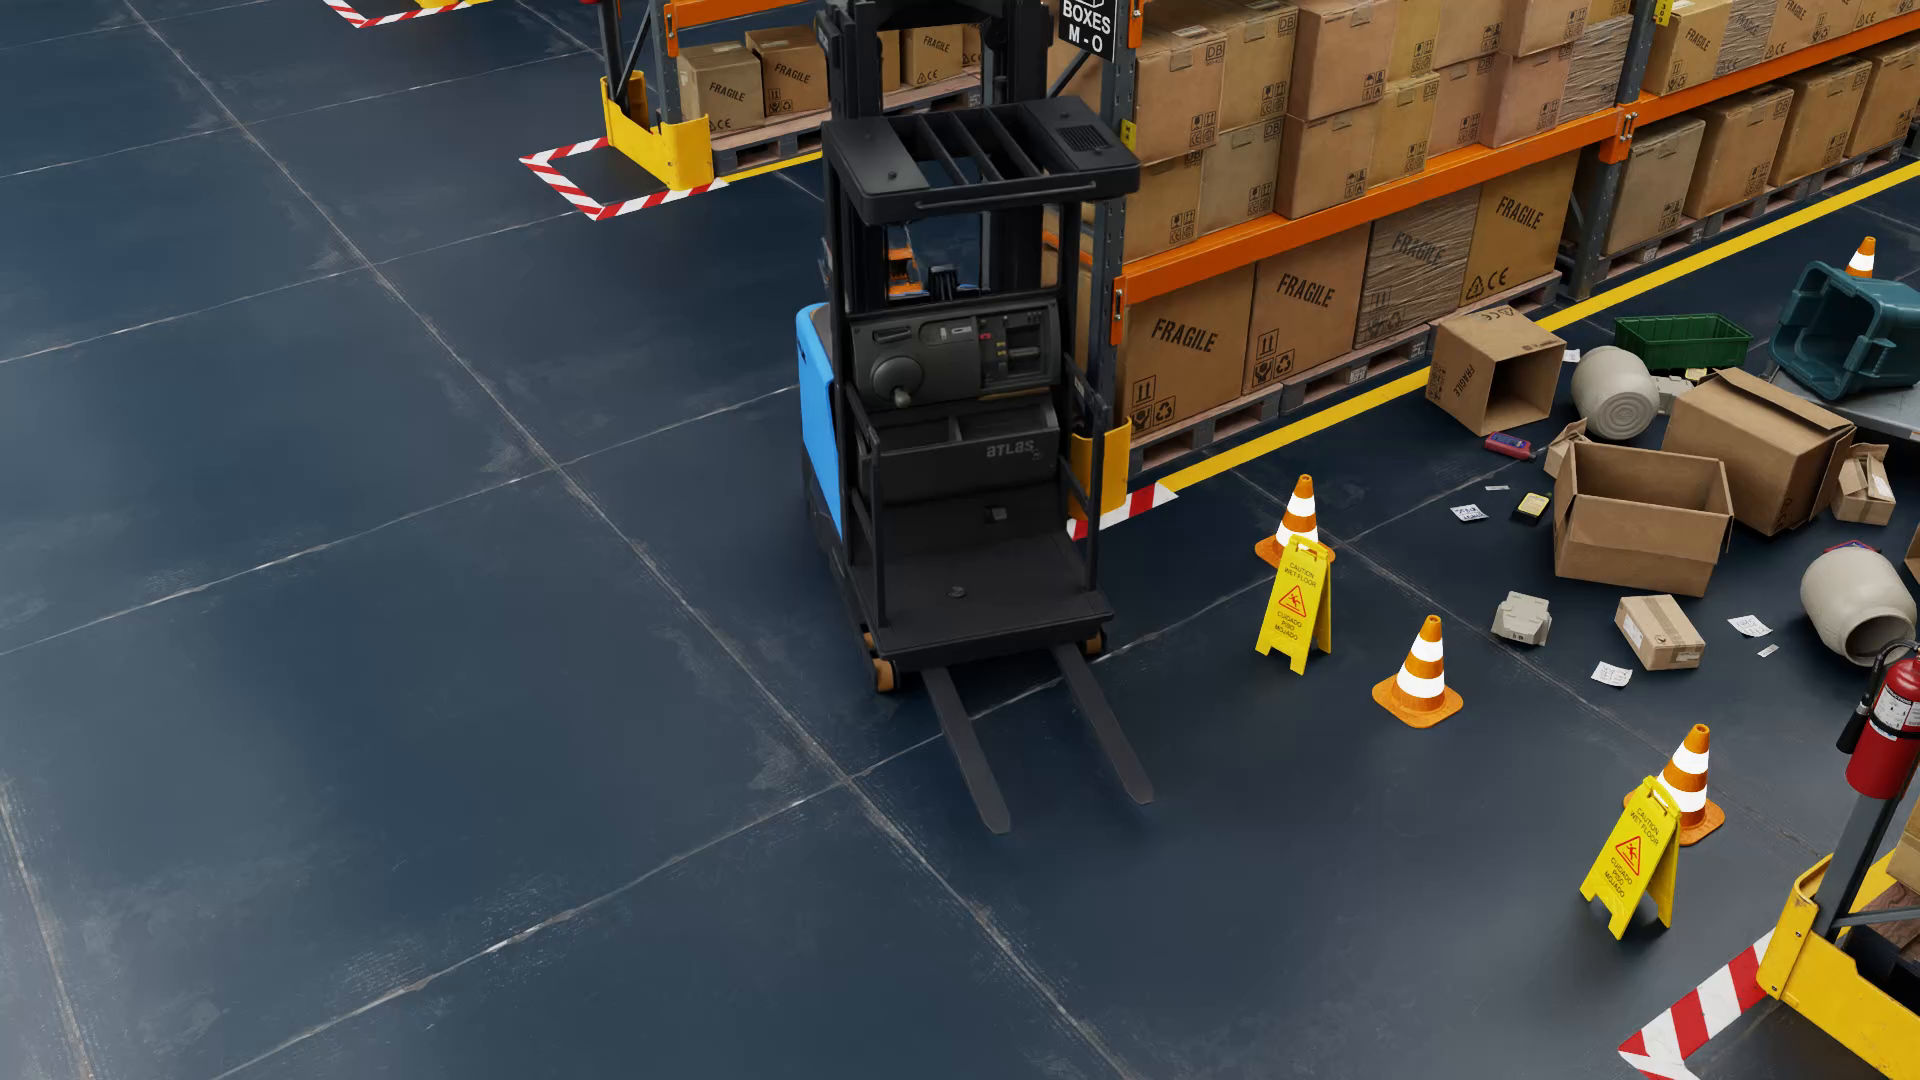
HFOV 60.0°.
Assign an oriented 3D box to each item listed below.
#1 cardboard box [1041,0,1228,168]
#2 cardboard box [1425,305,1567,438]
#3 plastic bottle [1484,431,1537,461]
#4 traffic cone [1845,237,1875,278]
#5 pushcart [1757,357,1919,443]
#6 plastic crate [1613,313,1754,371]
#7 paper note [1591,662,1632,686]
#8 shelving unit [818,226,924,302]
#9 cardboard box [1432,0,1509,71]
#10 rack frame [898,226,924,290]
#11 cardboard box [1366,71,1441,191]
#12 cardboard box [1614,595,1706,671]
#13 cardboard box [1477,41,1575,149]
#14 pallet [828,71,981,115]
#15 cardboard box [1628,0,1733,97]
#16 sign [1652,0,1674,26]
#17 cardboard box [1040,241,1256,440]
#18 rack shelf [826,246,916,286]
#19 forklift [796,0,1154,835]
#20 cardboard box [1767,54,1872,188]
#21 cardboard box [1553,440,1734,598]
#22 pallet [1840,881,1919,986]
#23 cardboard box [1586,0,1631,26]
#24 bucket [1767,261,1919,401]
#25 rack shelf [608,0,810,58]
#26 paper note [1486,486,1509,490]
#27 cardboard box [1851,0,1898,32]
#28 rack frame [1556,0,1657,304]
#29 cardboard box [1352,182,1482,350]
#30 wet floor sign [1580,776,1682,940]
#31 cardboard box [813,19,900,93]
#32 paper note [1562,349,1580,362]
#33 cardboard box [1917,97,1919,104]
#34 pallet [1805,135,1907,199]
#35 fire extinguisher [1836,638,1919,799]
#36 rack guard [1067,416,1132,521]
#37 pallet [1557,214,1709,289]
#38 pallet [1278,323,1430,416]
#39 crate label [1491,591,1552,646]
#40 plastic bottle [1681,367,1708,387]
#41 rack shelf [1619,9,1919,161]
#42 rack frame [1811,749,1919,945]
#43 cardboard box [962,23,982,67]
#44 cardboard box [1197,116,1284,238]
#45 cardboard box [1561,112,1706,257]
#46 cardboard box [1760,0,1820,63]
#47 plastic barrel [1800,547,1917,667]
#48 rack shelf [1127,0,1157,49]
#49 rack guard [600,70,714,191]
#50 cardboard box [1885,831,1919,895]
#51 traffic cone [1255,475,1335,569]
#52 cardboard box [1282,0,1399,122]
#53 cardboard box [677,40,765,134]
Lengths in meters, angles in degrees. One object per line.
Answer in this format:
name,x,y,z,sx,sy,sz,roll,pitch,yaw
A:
cardboard box,0.778,-2.253,8.074,0.550,0.550,0.875,-22,41,-28
cardboard box,3.044,-0.967,9.478,0.500,0.500,0.500,-15,38,-20
plastic bottle,3.070,-0.515,9.227,0.283,0.061,0.133,22,41,28
traffic cone,5.688,-1.693,10.522,0.334,0.463,0.336,-22,41,-28
pushcart,5.302,-0.671,9.174,1.648,0.377,0.936,22,41,28
plastic crate,4.334,-1.191,10.009,0.662,0.188,0.450,-3,26,-4
paper note,3.012,0.618,7.677,0.148,0.019,0.142,22,41,28
shelving unit,-0.418,-1.180,9.446,0.503,0.258,1.200,-10,69,-14
cardboard box,2.497,-3.028,9.151,0.550,0.550,0.875,-22,41,-28
rack frame,-0.186,-1.222,9.507,0.015,0.240,1.200,-10,69,-14
cardboard box,2.106,-2.377,9.170,0.500,0.550,0.875,-22,41,-28
cardboard box,3.293,0.434,7.833,0.250,0.149,0.380,-3,36,-4
cardboard box,2.990,-2.728,9.659,0.550,0.550,0.875,-22,41,-28
pallet,-0.580,-3.607,13.397,1.213,0.211,1.003,-22,41,-28
cardboard box,4.307,-3.082,10.194,0.500,0.500,0.500,-22,41,-27
sign,4.043,-3.112,9.512,0.005,0.325,0.100,-22,41,-28
cardboard box,0.968,-1.215,9.144,0.875,0.875,0.875,-22,41,-28
rack shelf,-0.517,-1.536,9.580,0.480,0.258,0.148,-10,69,-14
forklift,0.050,-0.749,7.094,1.130,2.935,3.031,-9,37,-13
cardboard box,5.729,-3.138,11.925,0.750,0.750,1.050,-22,41,-27
cardboard box,3.364,-0.105,8.278,0.797,0.503,0.637,9,37,12
pallet,4.133,1.531,6.254,1.213,0.211,1.003,-22,41,-28
cardboard box,3.400,-3.385,9.647,0.550,0.550,0.875,-22,41,-28
bucket,4.939,-1.135,9.074,0.620,0.611,0.726,-1,34,-18
rack shelf,-0.688,-4.429,12.769,4.000,0.370,1.077,-22,41,-28
paper note,2.890,-0.280,8.944,0.123,0.001,0.032,-3,36,-4
cardboard box,5.961,-3.764,11.142,0.500,0.500,0.500,-23,42,-29
rack frame,3.722,-2.993,10.156,0.127,3.000,1.000,-22,41,-28
cardboard box,2.433,-1.818,9.982,0.875,0.875,0.875,-22,41,-28
wet floor sign,2.615,1.190,6.356,0.232,0.644,0.267,-9,37,-12
cardboard box,-0.811,-3.825,13.094,0.500,0.500,0.500,-18,40,-24
paper note,3.694,-1.129,10.107,0.147,0.020,0.142,9,37,12
cardboard box,7.716,-3.610,12.795,0.500,0.500,0.500,-24,42,-30
pallet,6.303,-2.977,12.522,1.213,0.211,1.003,-22,41,-28
fire extinguisher,3.027,0.531,5.322,0.183,0.674,0.296,-22,41,-28
rack guard,0.432,-0.625,9.004,0.348,0.500,1.175,-22,41,-28
pallet,4.309,-2.156,11.381,1.213,0.211,1.003,-22,41,-28
pallet,2.057,-1.230,10.092,1.213,0.211,1.003,-22,41,-28
crate label,2.684,0.373,7.927,0.250,0.136,0.298,15,38,20
plastic bottle,4.365,-0.987,9.883,0.133,0.061,0.283,15,38,20
rack shelf,5.356,-3.374,11.301,4.000,0.370,1.077,-22,41,-28
rack frame,3.386,0.681,5.048,0.127,3.000,1.000,-22,41,-28
cardboard box,0.133,-4.238,13.668,0.500,0.500,0.500,-10,37,-14
cardboard box,1.166,-2.050,8.717,0.550,0.550,0.875,-22,41,-28
cardboard box,4.177,-2.502,11.040,0.750,0.750,1.050,-23,41,-28
cardboard box,5.129,-3.419,10.663,0.500,0.500,0.500,-23,41,-28
plastic barrel,4.202,0.310,7.770,0.421,0.421,0.512,3,36,4
rack shelf,2.087,-3.246,8.555,4.000,0.370,1.077,-22,41,-28
rack guard,-2.261,-3.060,12.389,0.348,0.500,1.175,-22,41,-28
cardboard box,3.912,1.218,6.296,0.500,0.250,0.500,-23,41,-28
traffic cone,1.704,-0.119,8.332,0.334,0.463,0.336,-22,41,-28
cardboard box,1.710,-2.606,8.564,0.550,0.550,0.875,-22,41,-28
cardboard box,-1.803,-3.406,12.512,0.500,0.500,0.500,-15,38,-20
